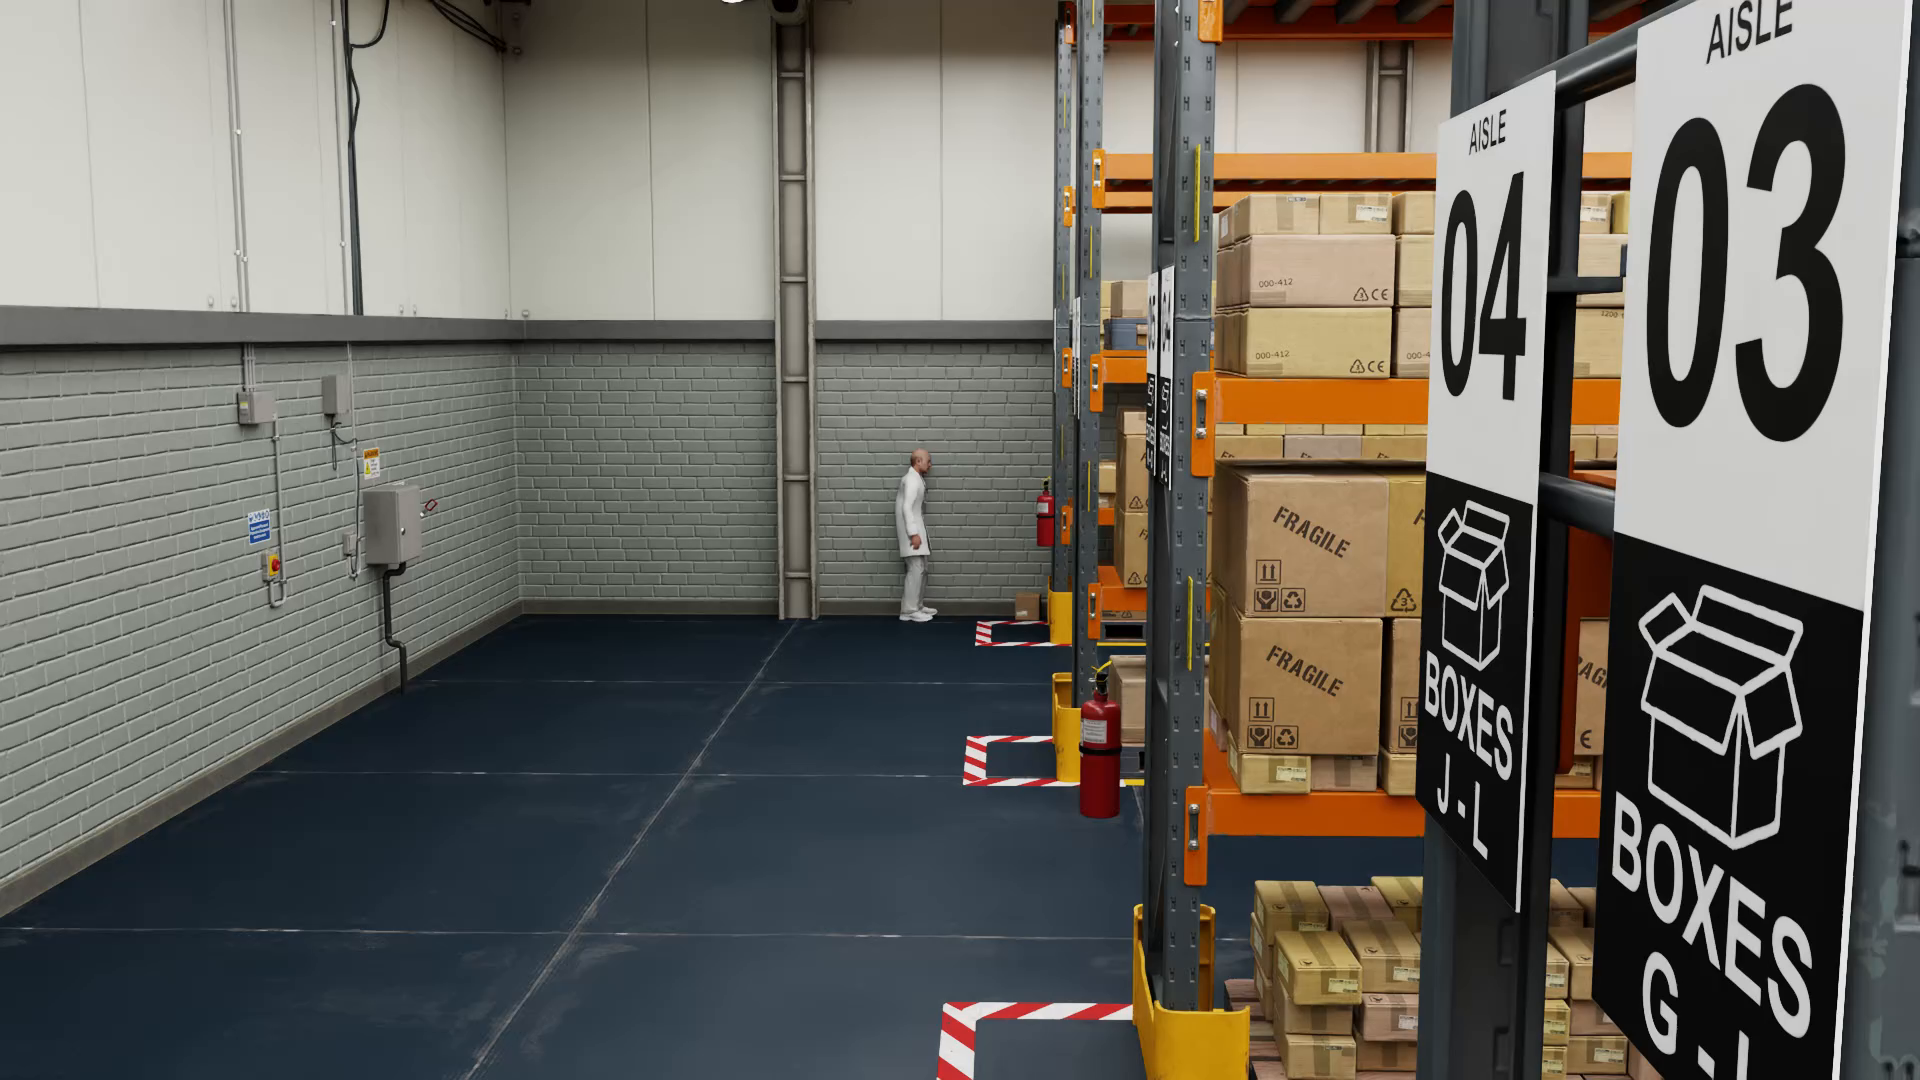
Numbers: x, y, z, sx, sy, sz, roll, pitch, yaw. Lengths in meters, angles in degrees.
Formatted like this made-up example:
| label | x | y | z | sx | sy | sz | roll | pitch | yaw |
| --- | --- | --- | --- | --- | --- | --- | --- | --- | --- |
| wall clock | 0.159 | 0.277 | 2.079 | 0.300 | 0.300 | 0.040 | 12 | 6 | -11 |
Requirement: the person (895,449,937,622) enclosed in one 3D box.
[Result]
| label | x | y | z | sx | sy | sz | roll | pitch | yaw |
| --- | --- | --- | --- | --- | --- | --- | --- | --- | --- |
| person | -0.463 | -0.065 | 17.353 | 0.428 | 1.772 | 0.644 | 1 | 7 | 5 |
